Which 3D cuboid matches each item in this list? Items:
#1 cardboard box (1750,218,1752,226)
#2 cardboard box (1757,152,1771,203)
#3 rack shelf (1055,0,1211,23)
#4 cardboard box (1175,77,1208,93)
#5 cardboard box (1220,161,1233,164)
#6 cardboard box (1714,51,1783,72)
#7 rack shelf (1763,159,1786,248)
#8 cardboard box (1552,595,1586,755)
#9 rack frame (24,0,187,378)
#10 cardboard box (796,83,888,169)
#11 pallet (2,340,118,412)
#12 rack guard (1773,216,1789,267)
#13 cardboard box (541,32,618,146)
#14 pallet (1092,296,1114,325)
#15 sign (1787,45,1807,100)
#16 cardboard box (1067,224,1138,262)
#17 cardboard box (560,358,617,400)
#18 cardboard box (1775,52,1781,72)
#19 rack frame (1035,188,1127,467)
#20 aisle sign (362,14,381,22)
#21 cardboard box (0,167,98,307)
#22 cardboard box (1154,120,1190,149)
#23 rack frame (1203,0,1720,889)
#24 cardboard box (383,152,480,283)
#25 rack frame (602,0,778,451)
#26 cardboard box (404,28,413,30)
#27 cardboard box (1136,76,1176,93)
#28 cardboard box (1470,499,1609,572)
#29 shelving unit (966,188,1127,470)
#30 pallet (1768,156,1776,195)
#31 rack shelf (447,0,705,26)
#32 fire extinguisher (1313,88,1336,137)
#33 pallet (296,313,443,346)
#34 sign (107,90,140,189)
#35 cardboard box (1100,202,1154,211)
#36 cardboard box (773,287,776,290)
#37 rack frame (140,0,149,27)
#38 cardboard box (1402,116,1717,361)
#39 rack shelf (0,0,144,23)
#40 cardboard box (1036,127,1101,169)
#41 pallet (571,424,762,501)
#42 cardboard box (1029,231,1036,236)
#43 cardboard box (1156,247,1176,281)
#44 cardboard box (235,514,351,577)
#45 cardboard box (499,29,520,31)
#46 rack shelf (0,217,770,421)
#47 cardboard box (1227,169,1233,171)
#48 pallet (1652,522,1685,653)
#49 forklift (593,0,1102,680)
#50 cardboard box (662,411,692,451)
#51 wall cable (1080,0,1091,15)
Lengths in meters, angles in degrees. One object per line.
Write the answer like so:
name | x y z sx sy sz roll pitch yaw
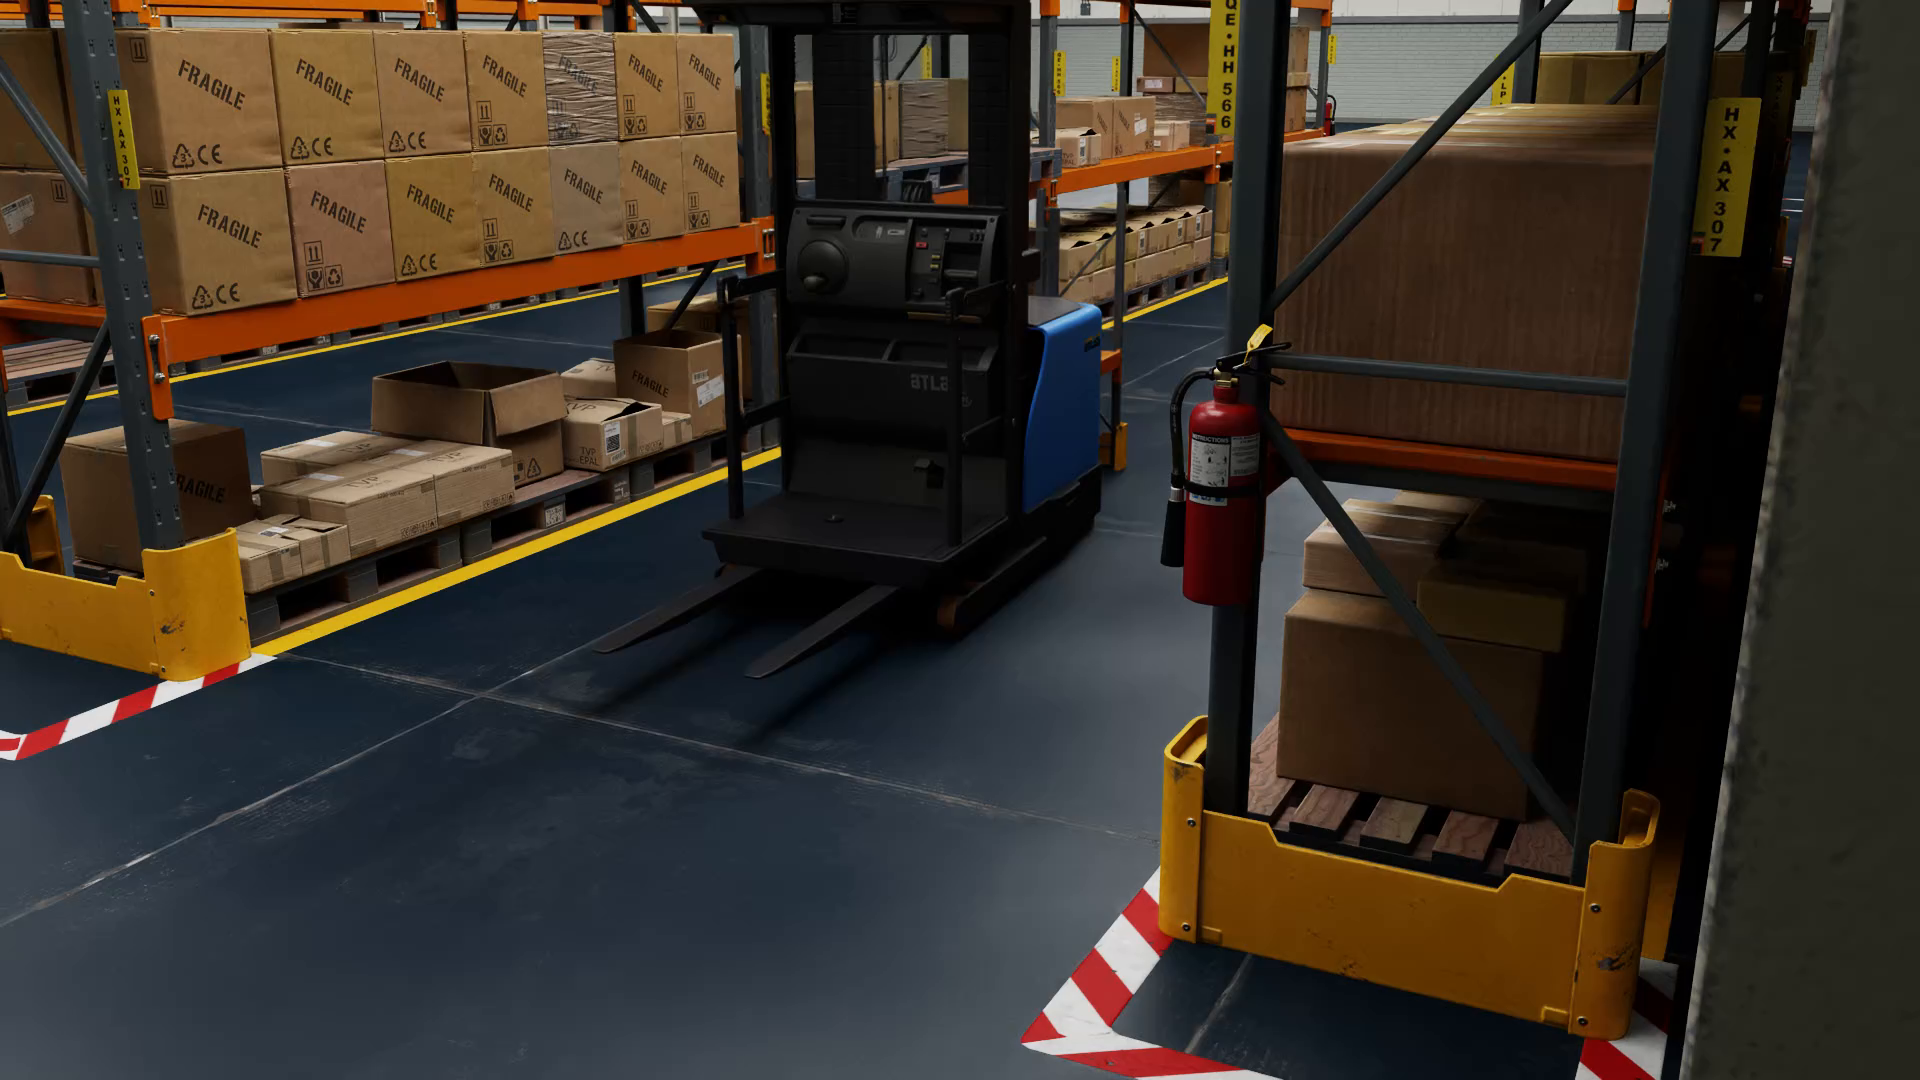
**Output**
cardboard box | 4.103 -1.795 9.041 0.380 0.149 0.250 8 18 24
cardboard box | 4.025 -2.076 8.845 0.500 0.500 0.500 9 19 27
rack shelf | 1.148 -4.650 14.239 1.077 0.370 4.000 8 18 25
cardboard box | 2.335 -4.469 16.320 0.380 0.149 0.250 8 18 25
cardboard box | 3.169 -4.092 19.140 0.500 0.500 0.500 8 18 25
cardboard box | 4.250 -2.567 9.183 0.500 0.250 0.500 8 18 24
rack shelf | 5.581 -2.582 12.548 1.077 0.370 4.000 8 18 25
cardboard box | 1.560 0.298 5.238 0.700 0.500 0.500 8 18 25
rack frame | -5.963 -2.659 11.544 1.000 3.000 0.127 8 18 25
cardboard box | -0.871 -2.553 10.272 0.700 0.500 0.500 12 20 34
pallet | -6.257 -1.130 11.293 1.003 0.211 1.213 8 18 25
rack guard | 8.228 -3.238 17.882 1.175 0.500 0.348 8 18 25
cardboard box | -1.979 -2.135 7.845 0.500 0.500 0.500 8 18 26
pallet | 0.657 -1.915 13.935 1.003 0.211 1.213 8 18 25
sign | 5.186 -2.903 10.330 0.100 0.325 0.005 8 18 25
cardboard box | 1.208 -2.560 14.315 0.500 0.311 0.500 8 18 24
cardboard box | -1.914 -0.871 9.471 0.500 0.311 0.500 8 18 25
cardboard box | 4.023 -2.437 8.746 0.500 0.250 0.500 8 18 24
rack frame | 0.648 -1.152 9.104 0.500 1.500 0.032 7 18 23
aisle sign | -9.124 -8.229 25.730 0.394 0.787 0.004 8 18 25
cardboard box | -3.364 -1.206 6.475 0.500 0.500 0.500 9 19 27
cardboard box | 1.861 -3.863 15.860 0.500 0.250 0.500 9 19 29
rack frame | 1.113 -0.380 3.870 1.000 3.000 0.127 8 18 25
cardboard box | -2.434 -1.396 7.116 0.500 0.500 0.500 8 18 25
rack frame | -1.533 -2.028 9.419 1.000 3.000 0.127 8 18 25
cardboard box | -6.864 -6.147 20.831 0.500 0.500 0.500 8 18 25
cardboard box | 1.971 -4.521 16.498 0.380 0.149 0.250 8 18 25
cardboard box | 1.797 -0.021 5.173 0.380 0.149 0.250 8 18 26
shelving unit | 0.441 -1.017 8.649 0.587 1.500 1.083 7 18 23
pallet | 4.911 -2.521 11.414 1.213 0.211 1.003 8 18 25
rack shelf | -3.282 -5.281 16.364 1.077 0.370 4.000 8 18 25
fire extinguisher | 4.297 -5.019 19.623 0.296 0.674 0.183 8 18 25
pallet | -5.037 -1.826 13.635 1.003 0.211 1.213 8 18 25
sign | -2.835 -1.355 5.633 0.100 0.325 0.005 8 18 25
cardboard box | 1.634 -3.144 16.283 0.500 0.311 0.500 8 18 26
cardboard box | -1.116 -1.456 11.108 0.500 0.500 0.500 8 18 26
rack frame | -8.606 -4.308 17.095 1.000 3.000 0.127 8 18 25
cardboard box | 1.996 -1.035 5.547 0.980 0.700 0.700 7 18 23
rack shelf | -9.500 -4.892 15.056 1.077 0.370 4.000 8 18 25
cardboard box | 0.827 -3.208 13.546 0.500 0.311 0.500 8 18 25
pallet | -1.841 -0.517 9.227 1.003 0.211 1.213 8 18 25
cardboard box | 0.494 -2.497 14.104 0.500 0.311 0.500 8 18 25
cardboard box | 1.660 -2.548 15.259 0.500 0.250 0.500 9 19 27
cardboard box | -2.714 0.011 6.755 0.380 0.166 0.250 8 18 25
cardboard box | -5.945 -6.334 21.462 0.500 0.500 0.500 8 18 25
rack shelf | -2.427 -1.174 7.806 1.077 0.370 4.000 8 18 25
cardboard box | 3.197 -3.769 18.055 0.500 0.500 0.500 8 18 25
pallet | 2.490 0.122 7.078 1.003 0.211 1.213 8 18 25
forklift | -0.369 -1.165 6.632 1.130 2.935 3.031 7 18 23
cardboard box | -1.648 -0.588 8.804 0.380 0.149 0.250 8 18 25
wall cable | 4.933 -19.693 52.382 2.305 6.003 0.169 8 18 25
